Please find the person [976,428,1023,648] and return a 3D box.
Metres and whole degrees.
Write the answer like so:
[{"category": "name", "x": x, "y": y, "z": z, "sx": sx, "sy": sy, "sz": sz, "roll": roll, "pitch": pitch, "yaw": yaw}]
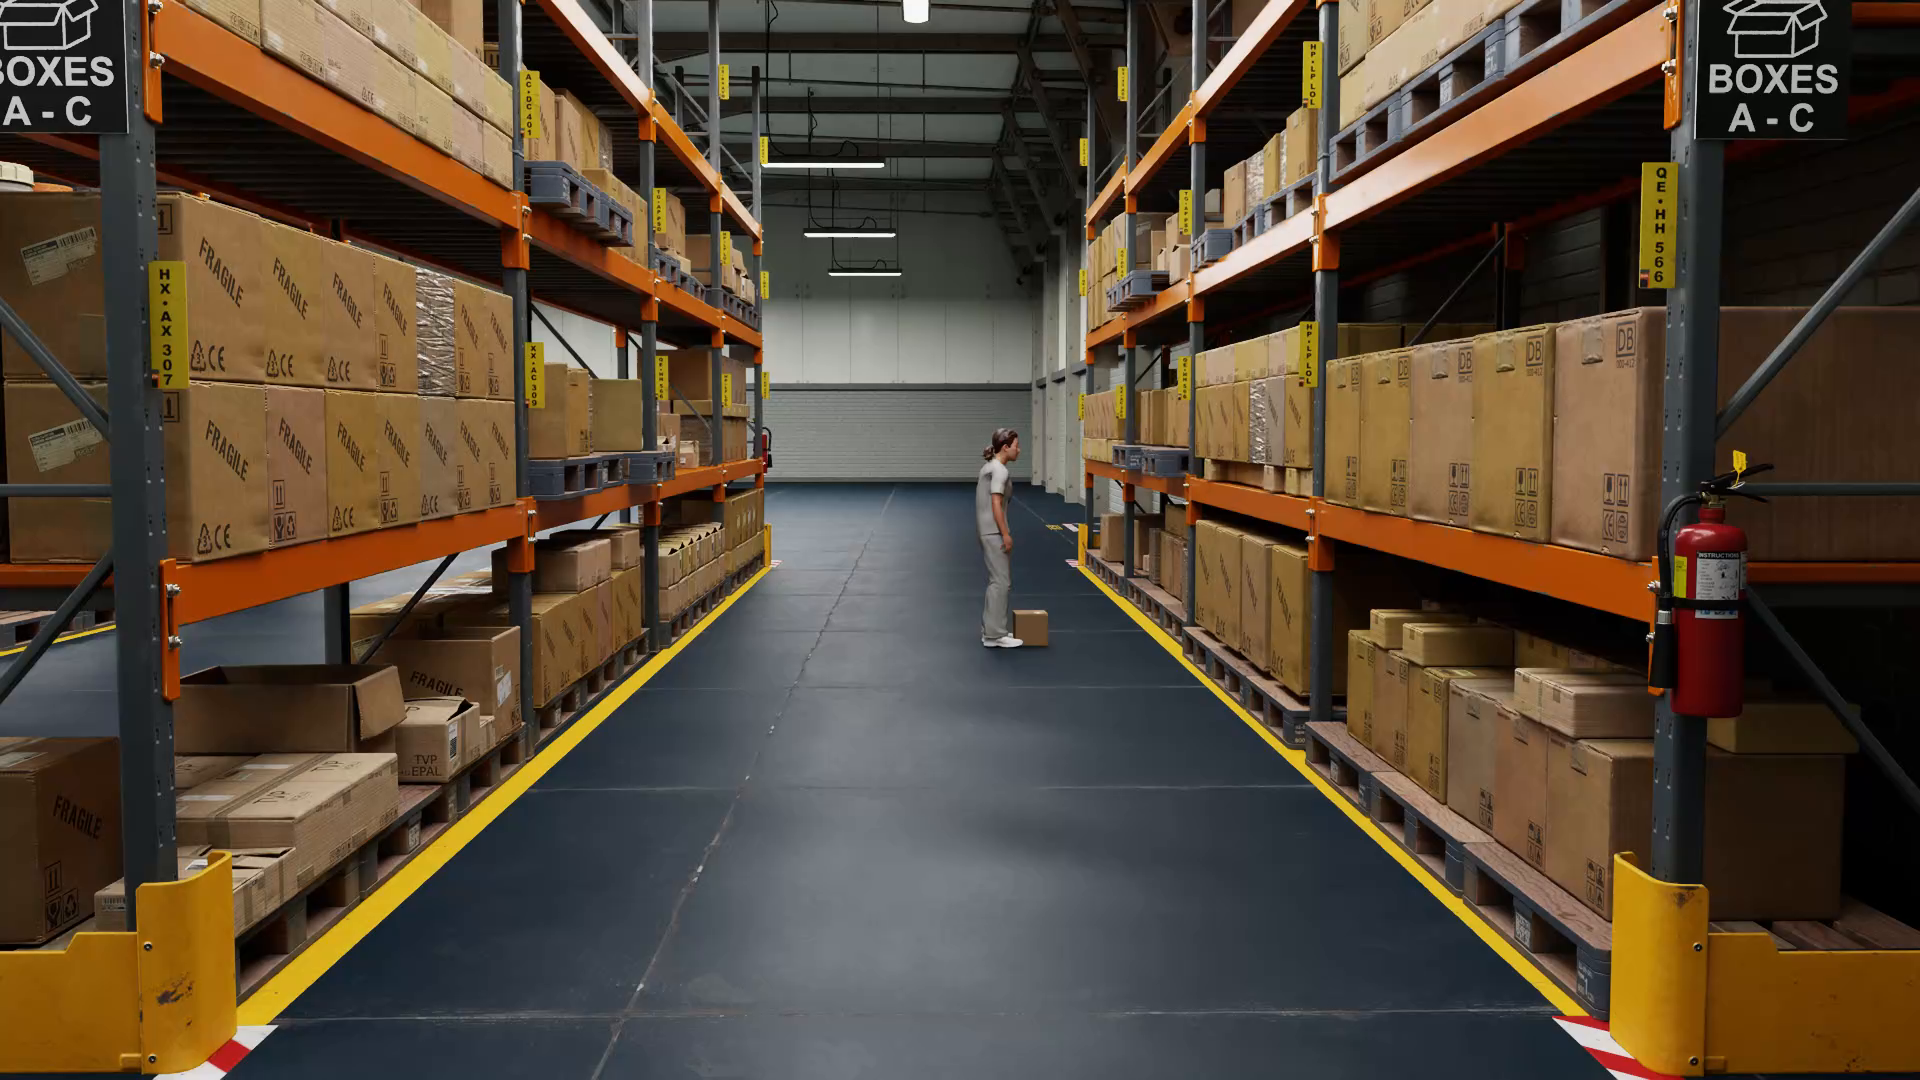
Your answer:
[{"category": "person", "x": 0.301, "y": -0.025, "z": 12.847, "sx": 0.356, "sy": 1.669, "sz": 0.509, "roll": 0, "pitch": 4, "yaw": -4}]
